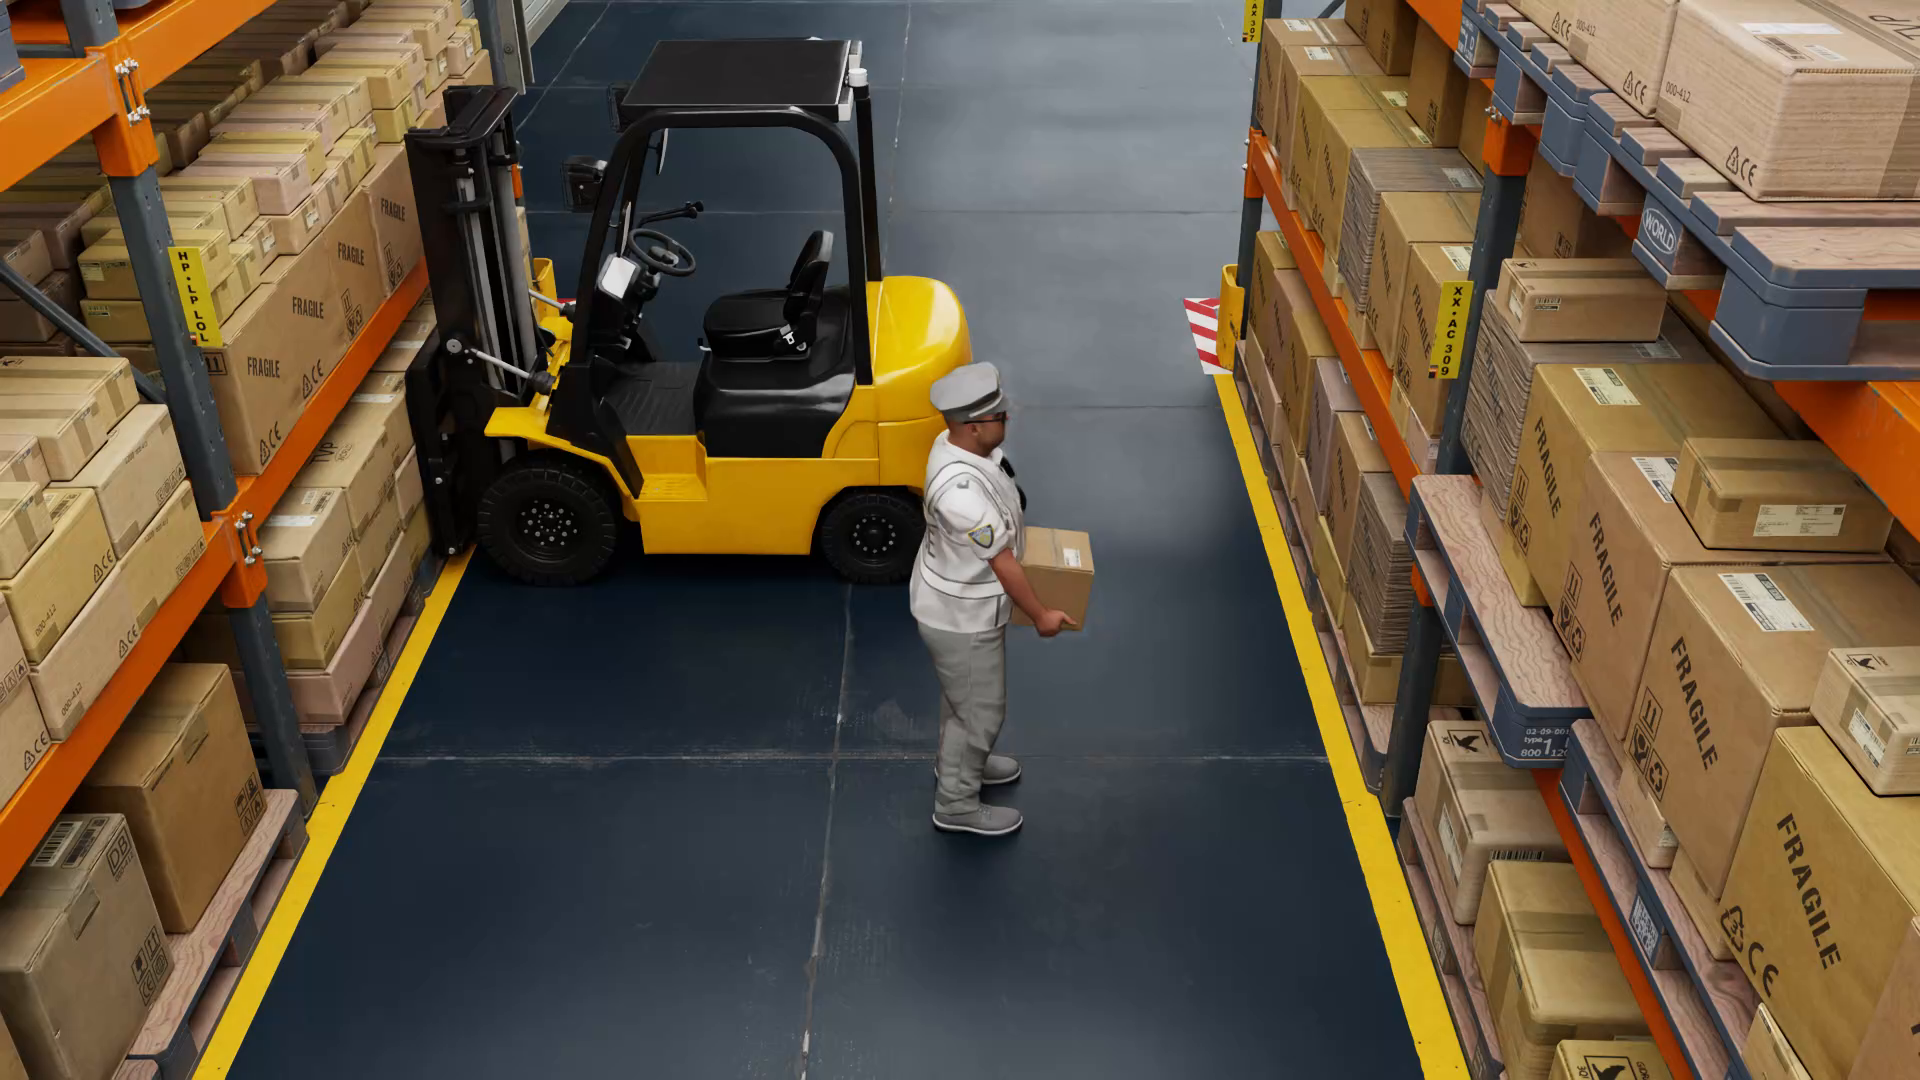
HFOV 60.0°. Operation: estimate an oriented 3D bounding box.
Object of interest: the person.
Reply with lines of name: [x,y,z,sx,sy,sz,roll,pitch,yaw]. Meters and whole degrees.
person: [0.109,0.211,5.771,0.568,1.771,0.490,-1,31,-1]
